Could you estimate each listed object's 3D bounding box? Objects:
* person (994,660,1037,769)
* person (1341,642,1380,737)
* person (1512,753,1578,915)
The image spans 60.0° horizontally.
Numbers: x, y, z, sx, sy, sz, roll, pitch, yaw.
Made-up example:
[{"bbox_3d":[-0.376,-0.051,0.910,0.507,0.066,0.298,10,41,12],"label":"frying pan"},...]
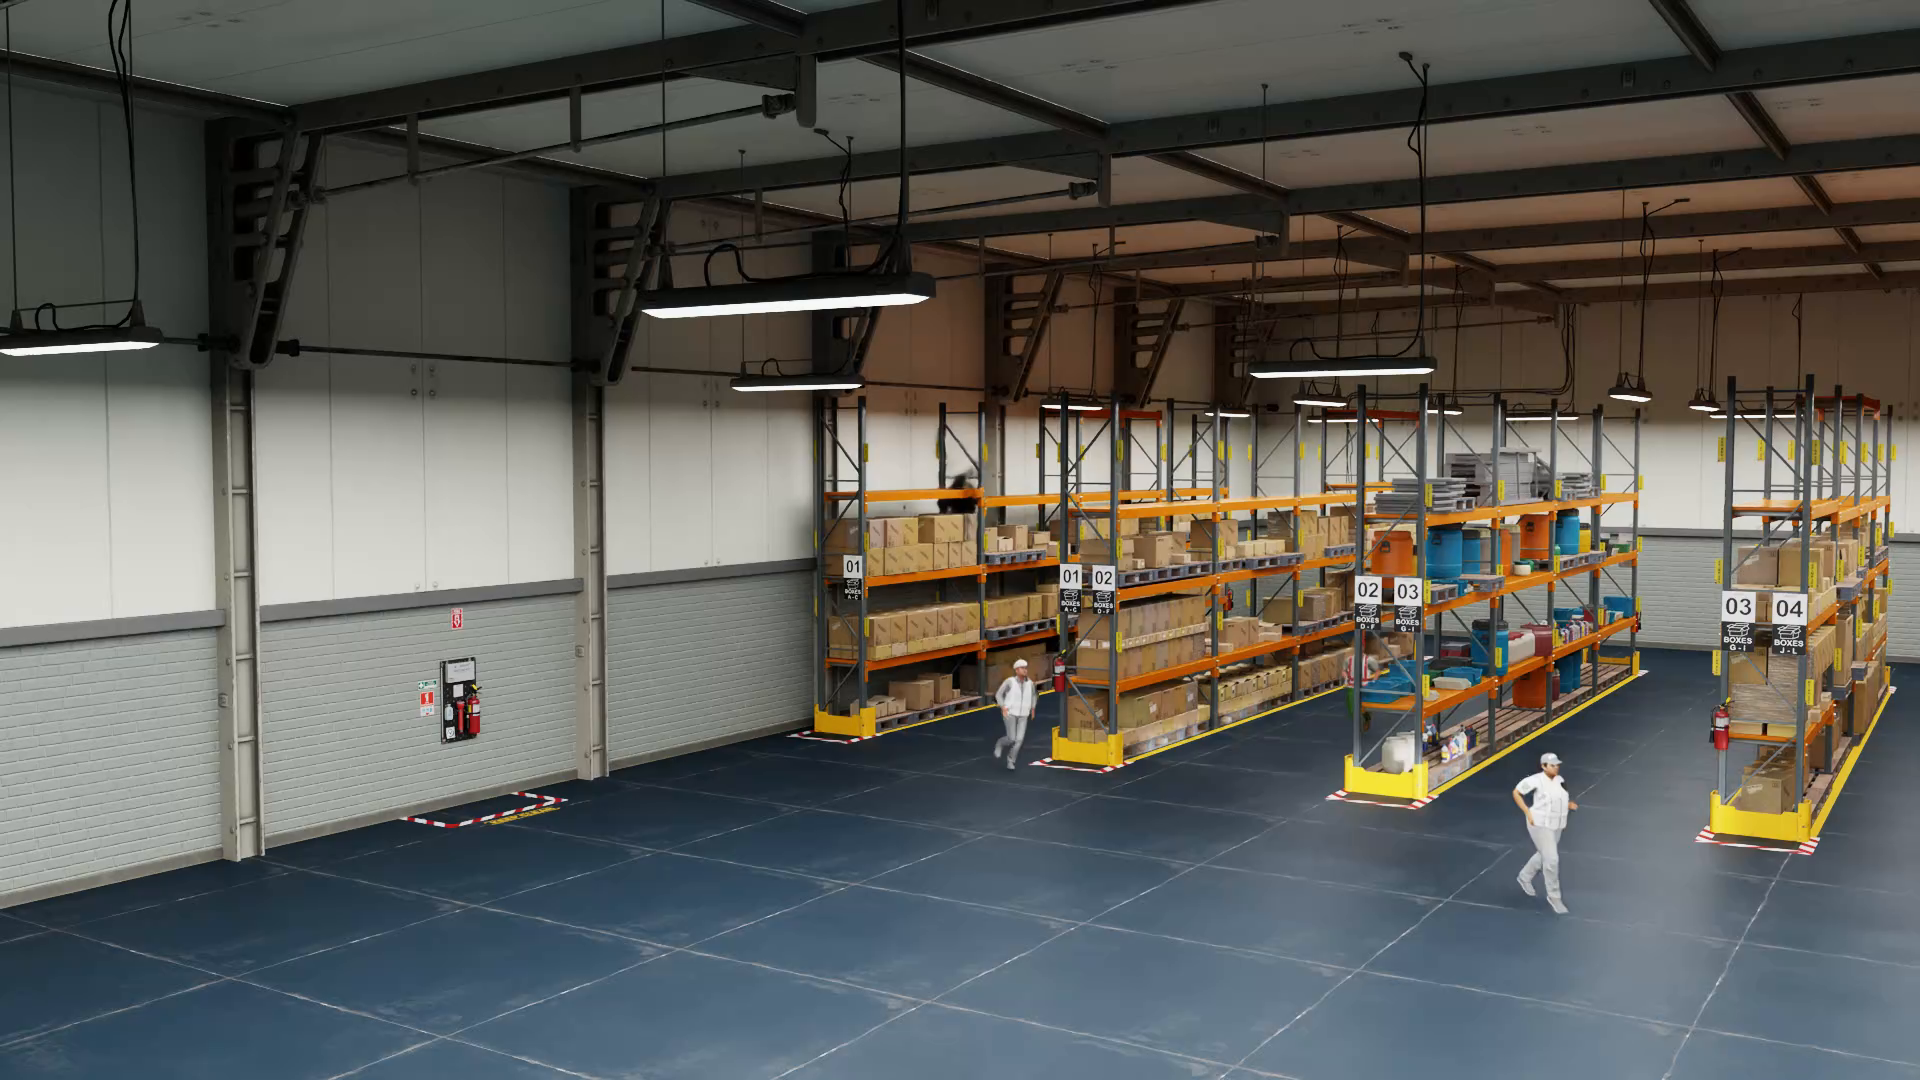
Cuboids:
[{"bbox_3d":[0.930,2.760,26.489,0.698,1.703,0.648,-1,3,-20],"label":"person"},{"bbox_3d":[6.968,2.607,29.079,0.655,1.742,0.594,2,3,30],"label":"person"},{"bbox_3d":[6.482,3.204,18.411,0.594,1.719,0.837,-2,3,-30],"label":"person"}]
